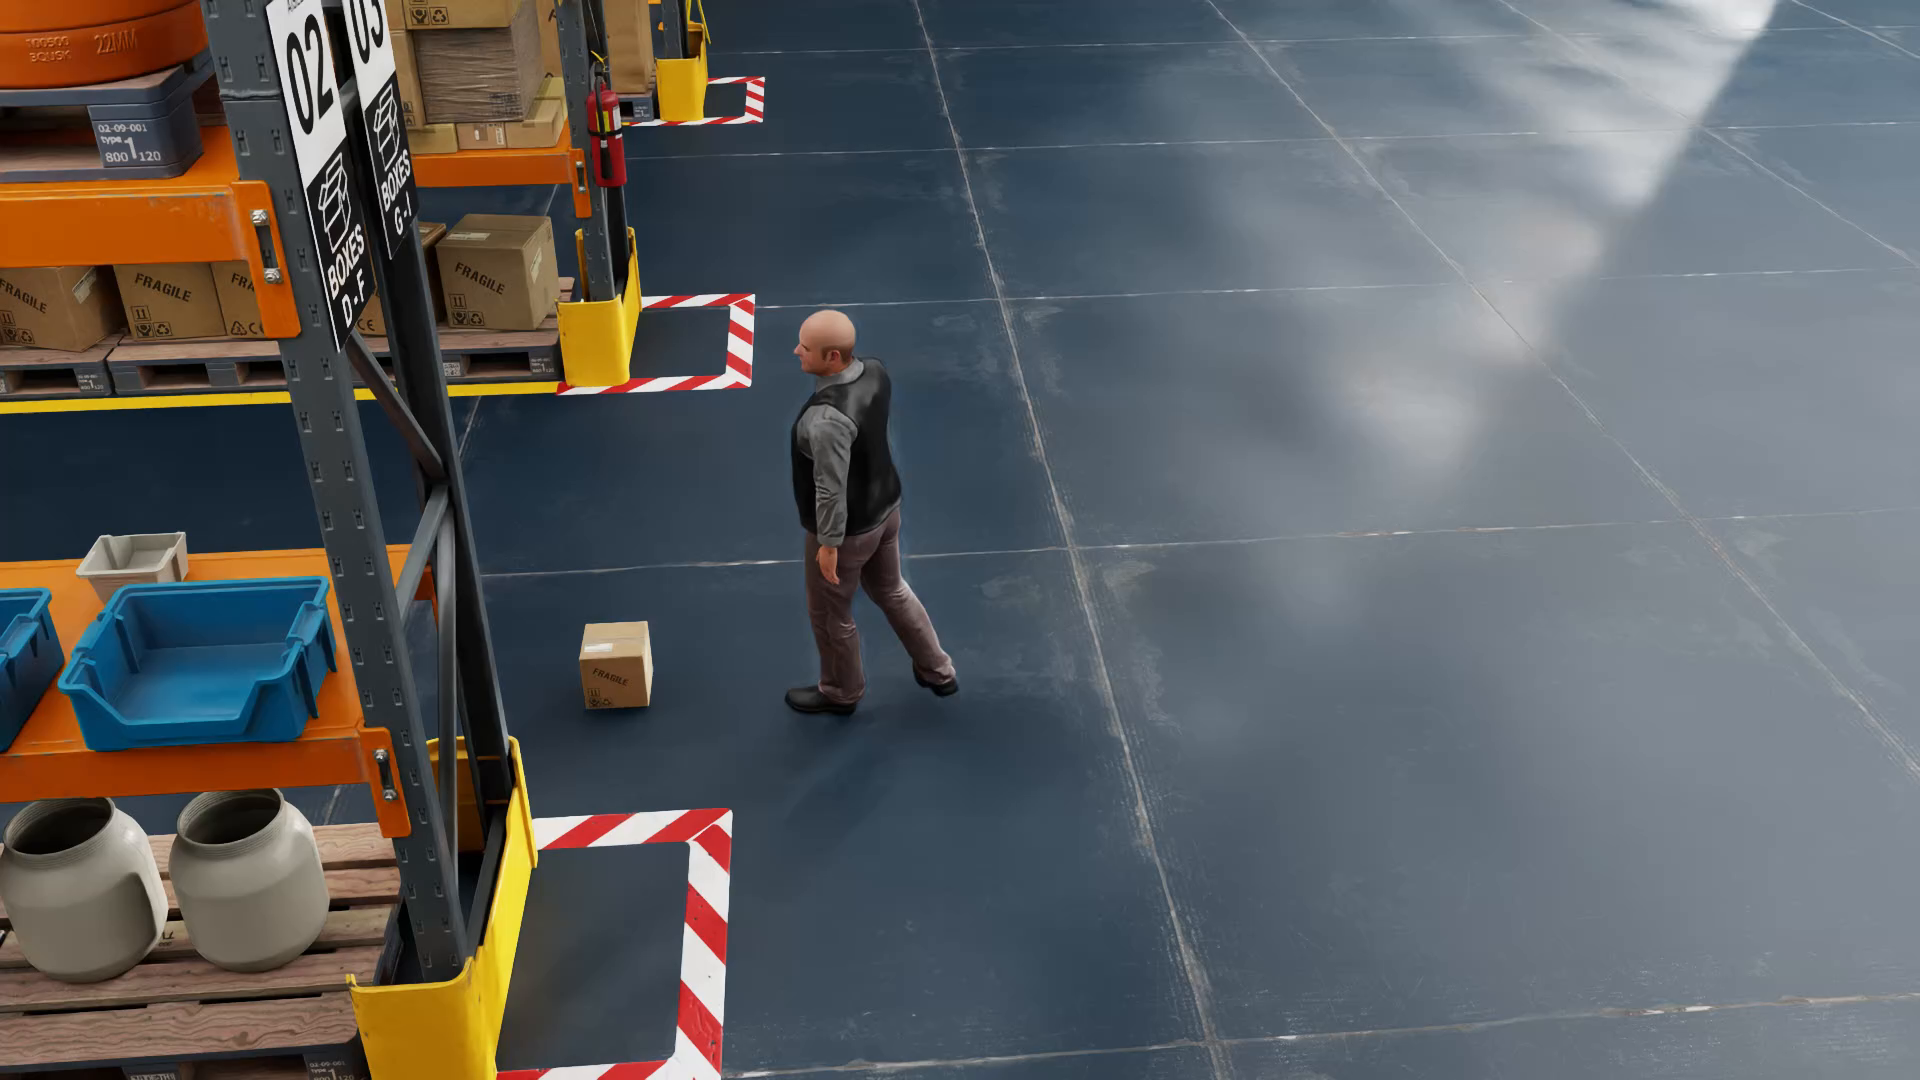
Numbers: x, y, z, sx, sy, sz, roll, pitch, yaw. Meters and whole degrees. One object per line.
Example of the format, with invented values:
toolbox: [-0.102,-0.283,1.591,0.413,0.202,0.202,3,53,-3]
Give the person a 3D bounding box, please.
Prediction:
person: [-0.353,-0.067,6.260,0.670,1.719,0.558,13,33,20]
